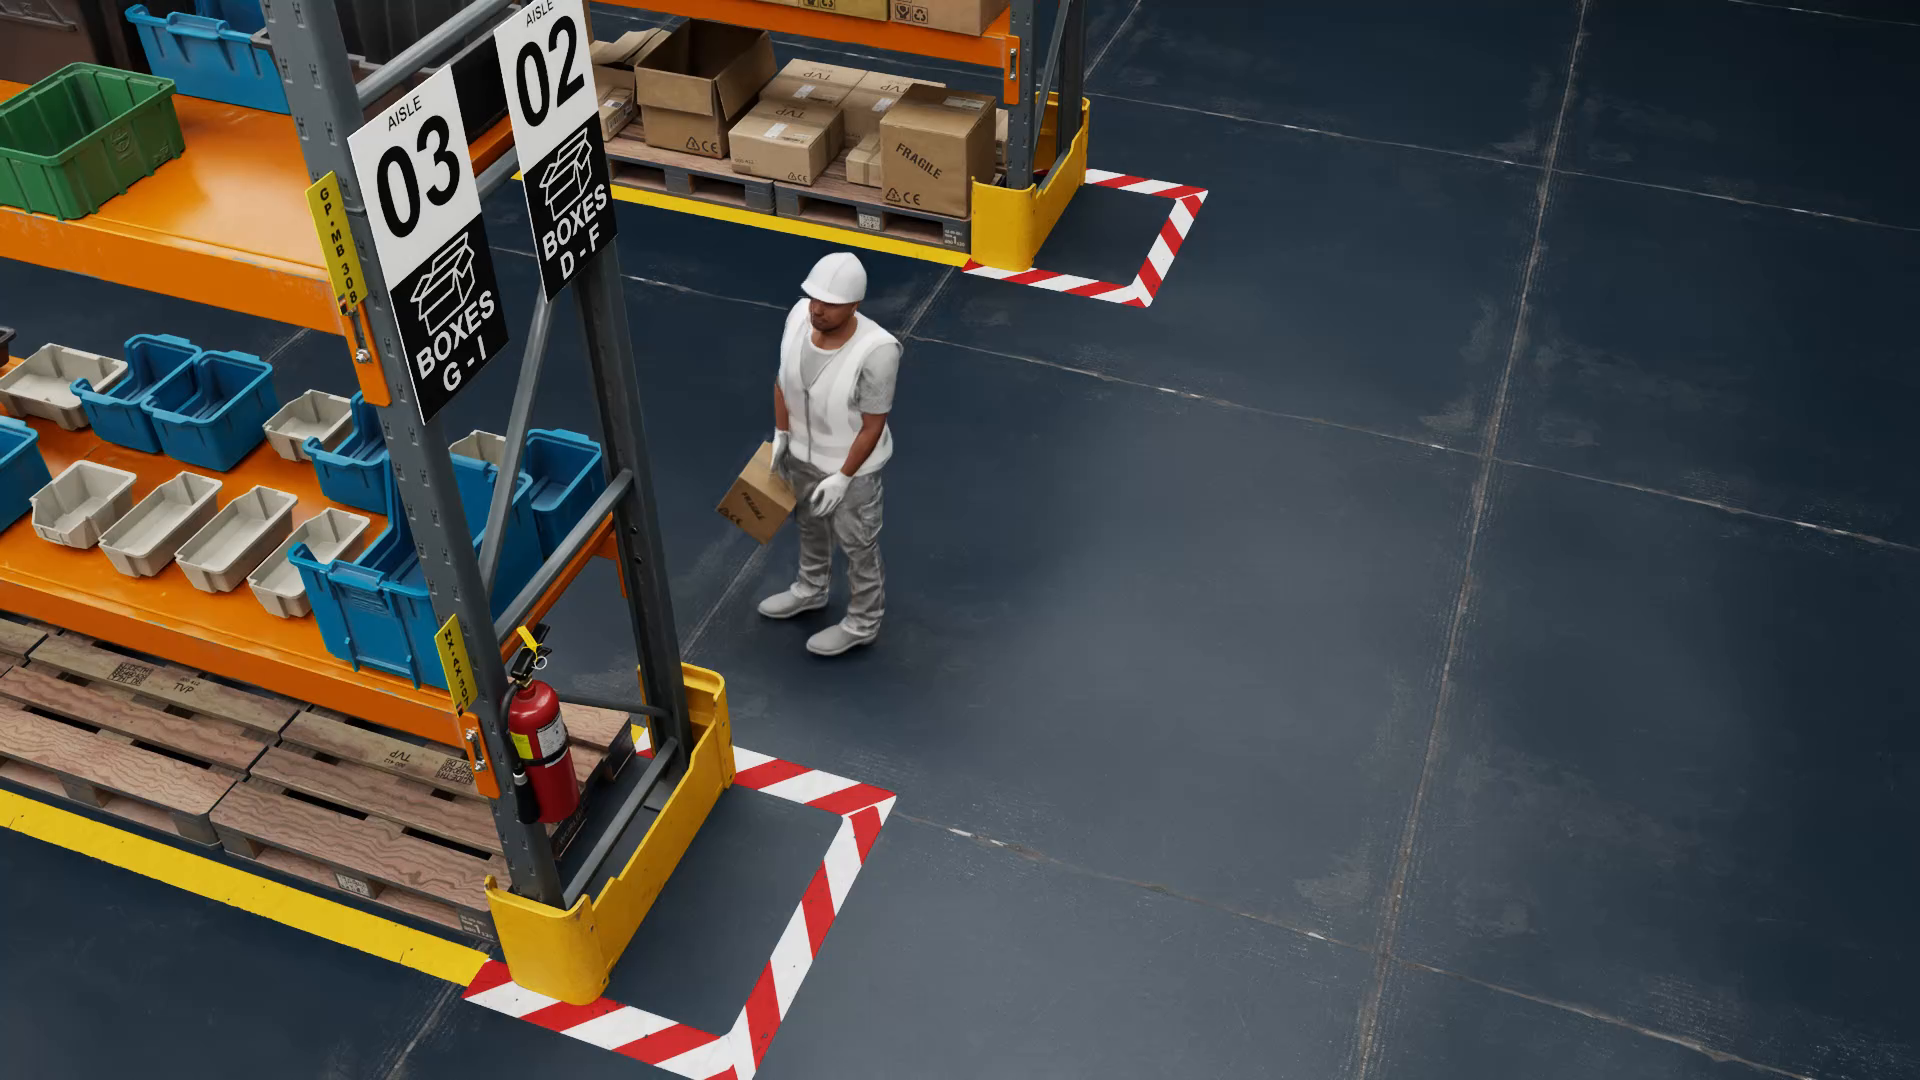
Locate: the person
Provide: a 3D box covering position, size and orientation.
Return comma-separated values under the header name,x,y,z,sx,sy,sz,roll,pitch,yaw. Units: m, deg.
name,x,y,z,sx,sy,sz,roll,pitch,yaw
person,-0.538,-0.321,6.479,0.599,1.794,0.456,29,49,29
